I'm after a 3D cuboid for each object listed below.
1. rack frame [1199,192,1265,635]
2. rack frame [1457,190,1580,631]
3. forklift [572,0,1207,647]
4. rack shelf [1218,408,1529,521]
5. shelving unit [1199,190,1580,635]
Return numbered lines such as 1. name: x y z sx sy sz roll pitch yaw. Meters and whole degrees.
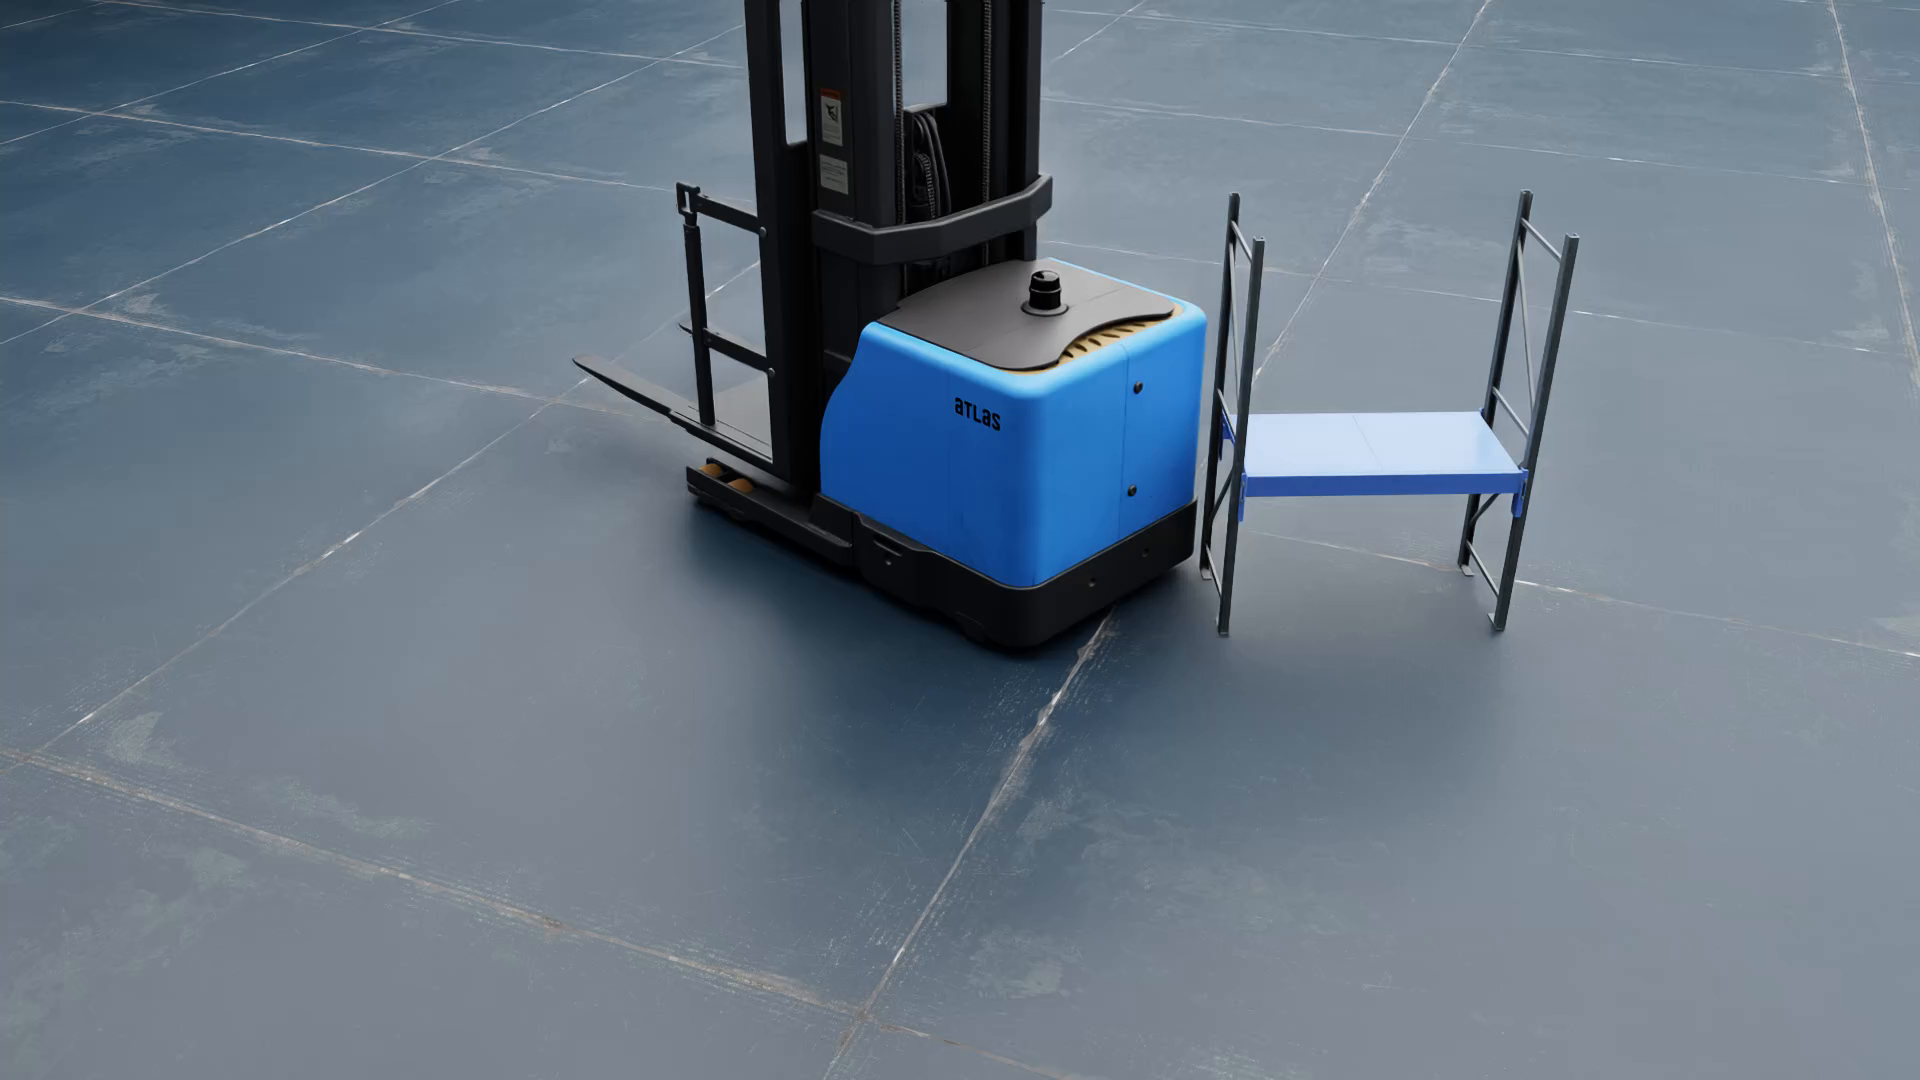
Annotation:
1. rack frame: 0.955 -0.429 5.910 0.032 1.500 0.500 -1 29 -1
2. rack frame: 1.972 -0.443 5.934 0.032 1.500 0.500 -1 29 -1
3. forklift: -0.493 -1.520 6.385 3.031 2.935 1.130 26 38 38
4. rack shelf: 1.464 -0.279 6.011 1.000 0.185 0.538 -1 29 -1
5. shelving unit: 1.464 -0.436 5.922 1.048 1.500 0.538 -1 29 -1
